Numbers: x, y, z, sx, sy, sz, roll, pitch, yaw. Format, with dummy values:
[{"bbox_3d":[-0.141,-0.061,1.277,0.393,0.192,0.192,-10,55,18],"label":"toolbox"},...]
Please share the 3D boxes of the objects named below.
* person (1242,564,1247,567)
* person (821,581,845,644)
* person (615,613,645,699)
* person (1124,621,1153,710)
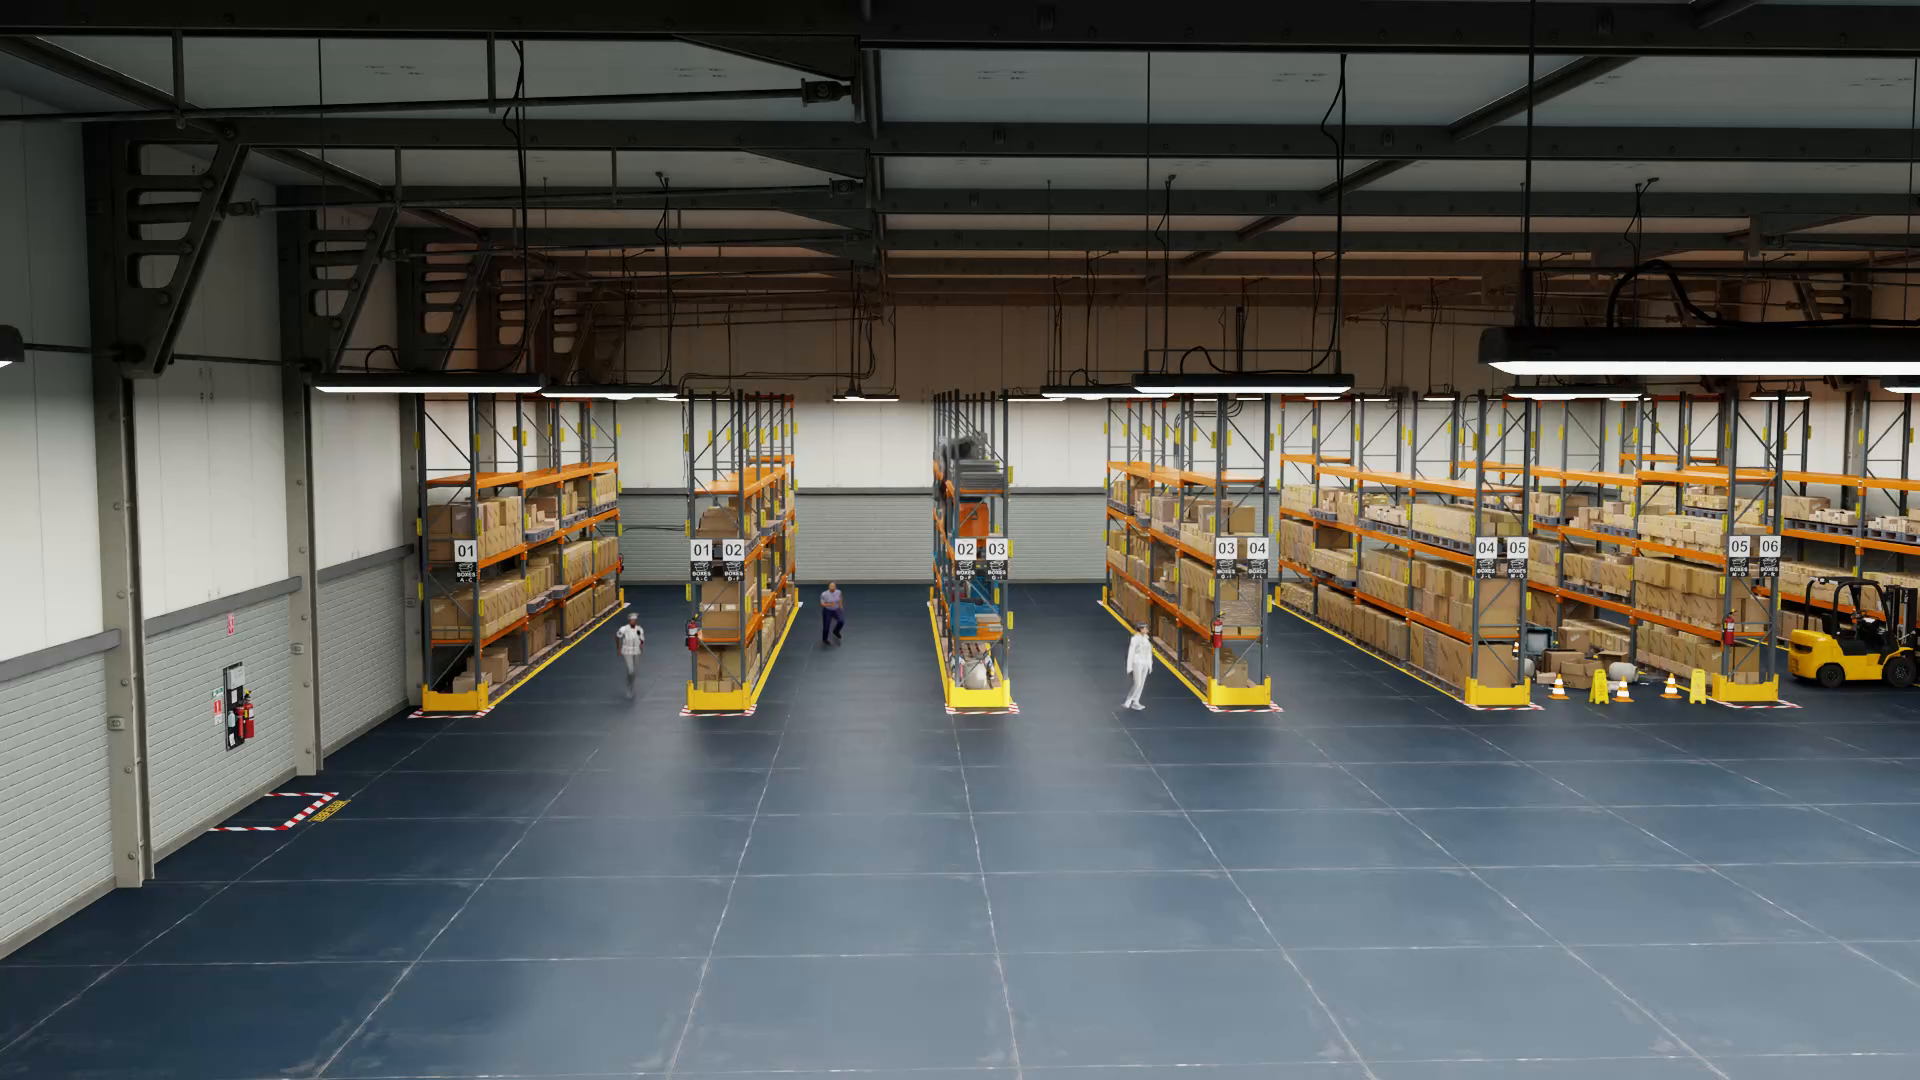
[{"bbox_3d":[7.939,1.099,47.096,0.621,1.638,0.781,1,5,10],"label":"person"},{"bbox_3d":[-3.028,1.722,39.306,0.612,1.547,0.912,-2,5,-21],"label":"person"},{"bbox_3d":[-6.433,2.254,32.510,0.517,1.705,0.807,-3,5,-30],"label":"person"},{"bbox_3d":[3.351,2.343,31.151,0.566,1.668,0.437,-4,6,-42],"label":"person"}]
